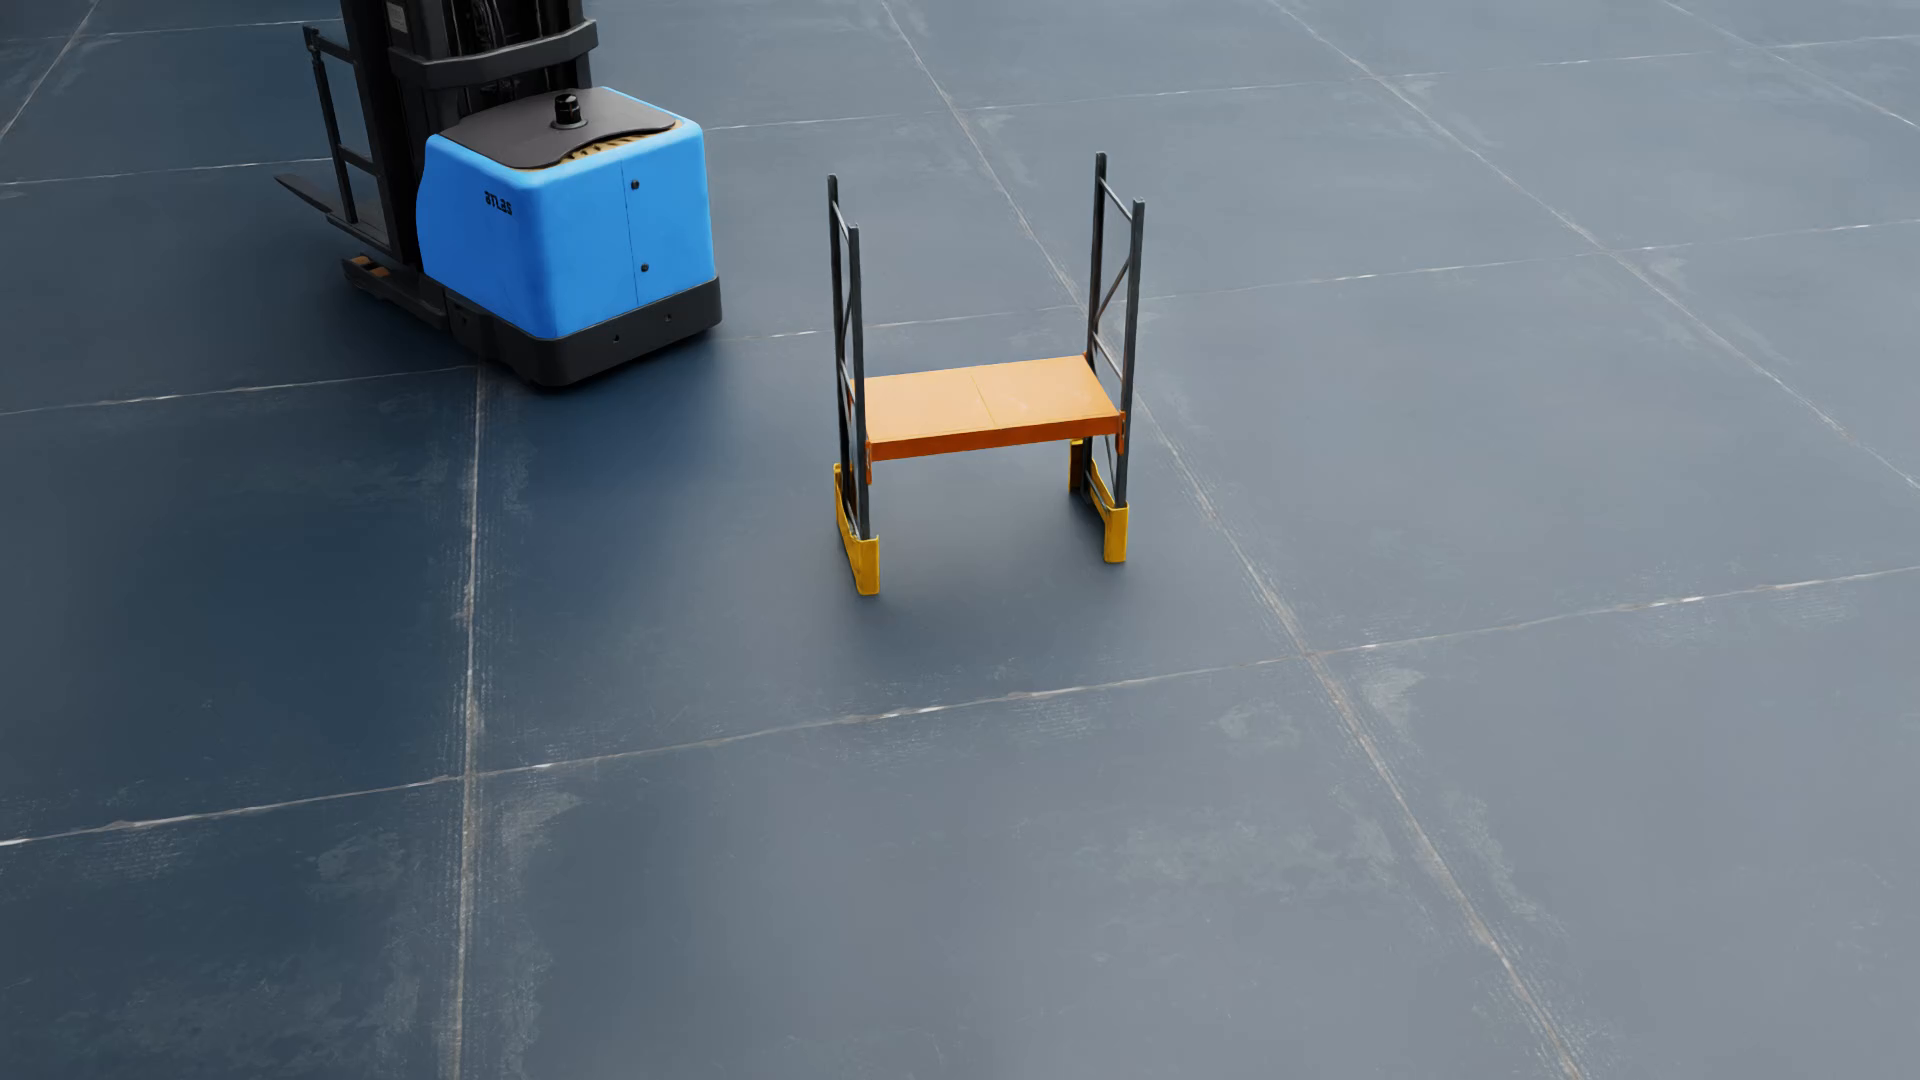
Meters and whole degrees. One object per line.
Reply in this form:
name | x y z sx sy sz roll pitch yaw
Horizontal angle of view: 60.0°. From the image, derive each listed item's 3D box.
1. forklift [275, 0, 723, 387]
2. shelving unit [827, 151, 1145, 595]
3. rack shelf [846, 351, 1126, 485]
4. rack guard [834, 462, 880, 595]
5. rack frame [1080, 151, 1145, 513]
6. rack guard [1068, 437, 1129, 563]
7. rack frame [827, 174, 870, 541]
forklift | -2.580 -2.640 8.054 3.031 2.935 1.130 29 43 36
shelving unit | 0.074 -0.632 6.346 1.083 1.500 0.587 -7 35 -11
rack shelf | 0.083 -0.484 6.448 1.000 0.185 0.538 -7 35 -11
rack guard | -0.411 -0.052 6.603 0.087 0.250 0.587 -7 35 -11
rack frame | 0.579 -0.696 6.441 0.032 1.500 0.500 -7 35 -11
rack guard | 0.560 -0.174 6.786 0.087 0.250 0.587 -7 35 -11
rack frame | -0.413 -0.571 6.255 0.032 1.500 0.500 -7 35 -11
